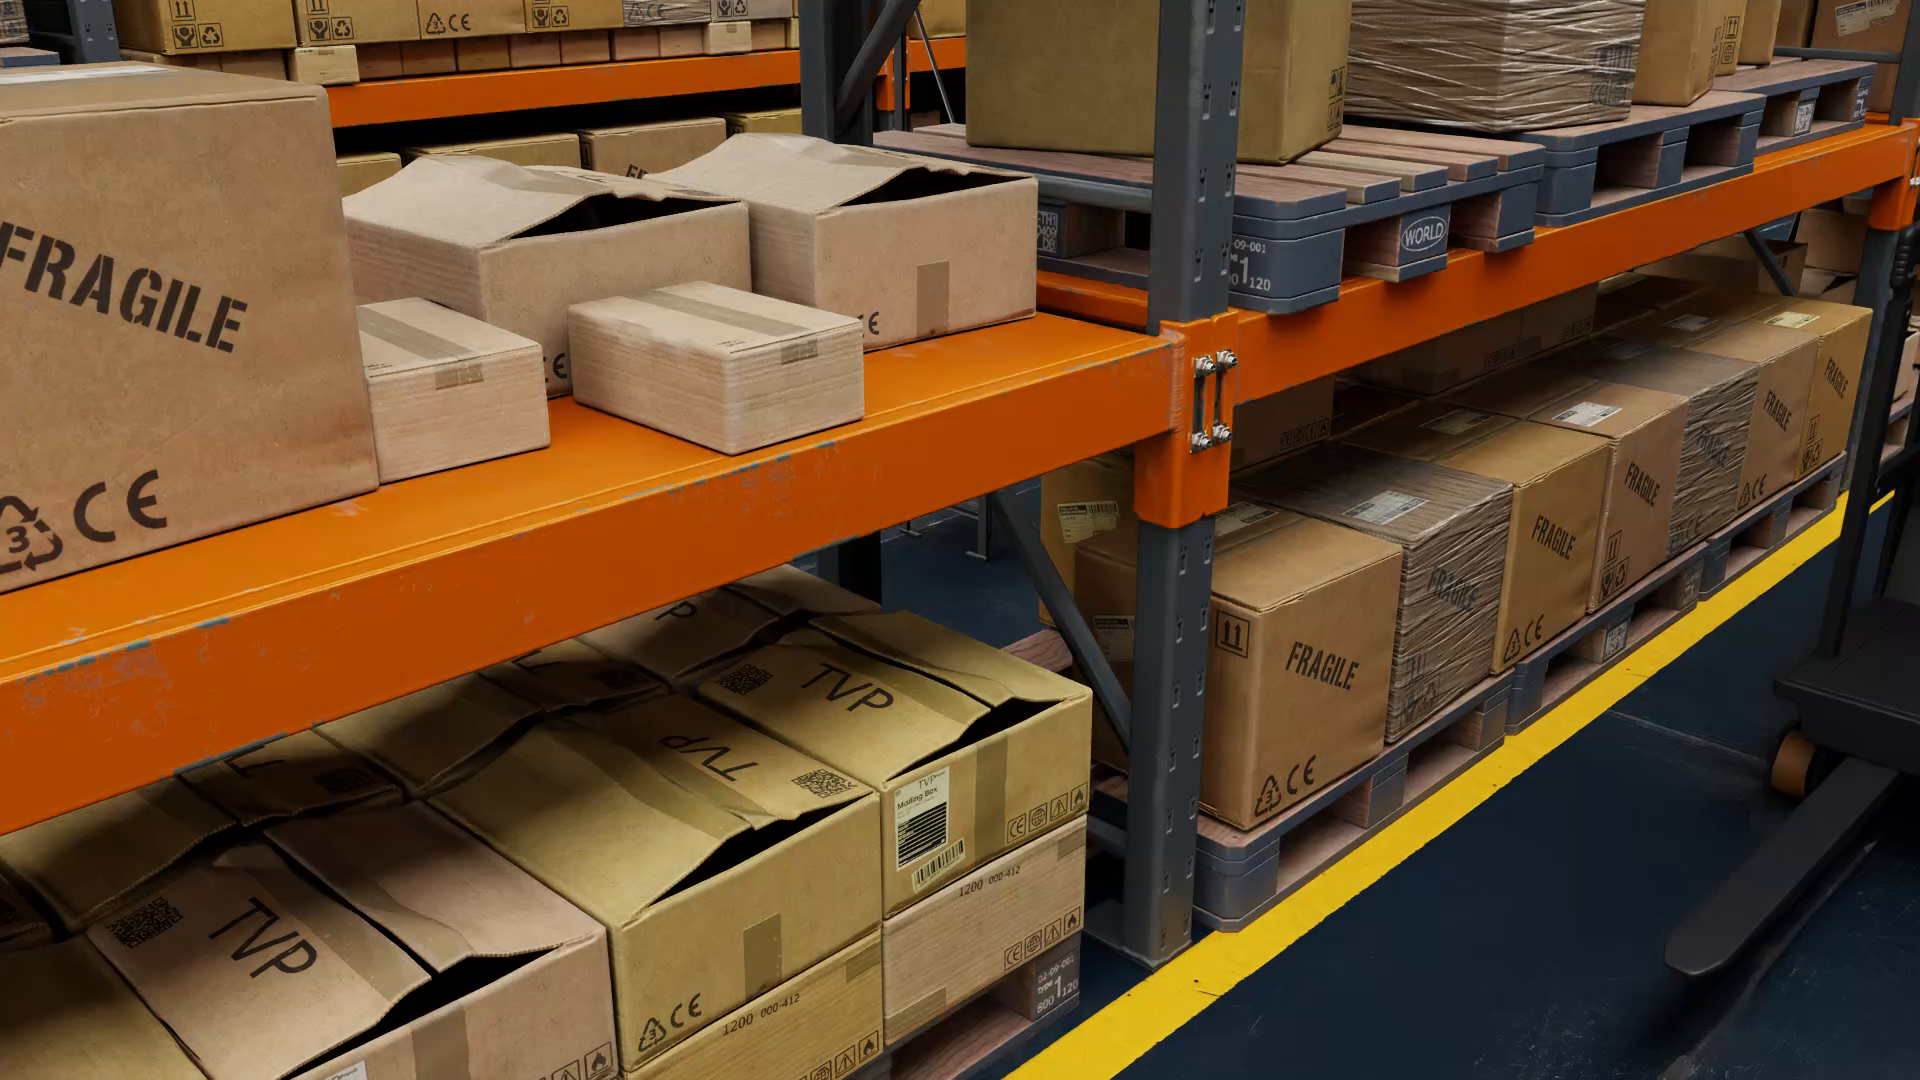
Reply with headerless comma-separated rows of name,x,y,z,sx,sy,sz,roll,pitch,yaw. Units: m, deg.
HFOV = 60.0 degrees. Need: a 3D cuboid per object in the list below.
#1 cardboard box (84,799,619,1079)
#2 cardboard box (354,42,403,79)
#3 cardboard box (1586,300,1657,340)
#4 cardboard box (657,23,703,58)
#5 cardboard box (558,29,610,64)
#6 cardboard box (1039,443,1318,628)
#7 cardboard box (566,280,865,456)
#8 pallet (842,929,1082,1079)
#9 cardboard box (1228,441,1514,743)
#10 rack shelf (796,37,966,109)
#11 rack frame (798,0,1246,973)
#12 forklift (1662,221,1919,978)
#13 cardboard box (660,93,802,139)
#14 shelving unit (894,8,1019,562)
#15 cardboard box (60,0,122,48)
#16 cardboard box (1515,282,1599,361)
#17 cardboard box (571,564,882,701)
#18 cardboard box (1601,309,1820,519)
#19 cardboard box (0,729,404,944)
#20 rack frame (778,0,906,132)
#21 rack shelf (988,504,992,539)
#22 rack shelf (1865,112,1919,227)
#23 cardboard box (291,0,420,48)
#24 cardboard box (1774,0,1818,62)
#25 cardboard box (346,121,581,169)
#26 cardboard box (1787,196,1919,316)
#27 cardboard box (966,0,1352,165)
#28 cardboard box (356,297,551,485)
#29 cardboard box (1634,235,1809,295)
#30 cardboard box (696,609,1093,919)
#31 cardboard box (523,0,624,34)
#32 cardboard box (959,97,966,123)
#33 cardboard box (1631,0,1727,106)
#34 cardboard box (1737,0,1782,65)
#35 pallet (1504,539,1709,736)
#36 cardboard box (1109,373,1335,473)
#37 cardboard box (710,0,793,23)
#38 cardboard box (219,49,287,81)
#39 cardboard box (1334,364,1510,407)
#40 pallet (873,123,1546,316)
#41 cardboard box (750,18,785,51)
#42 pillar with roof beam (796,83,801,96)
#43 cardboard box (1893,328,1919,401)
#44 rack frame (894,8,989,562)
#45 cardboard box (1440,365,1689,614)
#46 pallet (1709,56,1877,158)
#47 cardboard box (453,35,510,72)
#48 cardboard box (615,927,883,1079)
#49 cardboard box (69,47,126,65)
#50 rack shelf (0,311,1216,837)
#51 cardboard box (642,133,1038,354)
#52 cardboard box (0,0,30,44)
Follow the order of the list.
cardboard box,-0.828,0.610,2.271,0.500,0.311,0.500,19,28,40
cardboard box,-2.568,-2.039,7.020,0.380,0.149,0.250,19,28,40
cardboard box,1.987,-0.539,5.668,0.500,0.500,0.500,-20,28,-41
cardboard box,-1.454,-2.422,8.018,0.380,0.149,0.250,19,28,41
cardboard box,-1.833,-2.296,7.690,0.250,0.149,0.380,-19,28,-40
cardboard box,0.557,-0.014,4.300,0.500,0.500,0.500,-19,28,-40
cardboard box,-0.356,-0.258,2.416,0.380,0.149,0.250,19,28,41
pallet,-0.529,0.828,3.127,1.003,0.211,1.213,19,28,41
cardboard box,0.957,0.104,3.994,0.500,0.500,0.500,18,27,39
rack shelf,0.707,-3.121,10.517,1.077,0.370,4.000,19,28,41
rack frame,0.073,-0.676,3.152,1.000,3.000,0.127,19,28,41
forklift,2.557,-0.707,3.329,1.130,2.935,3.031,19,28,41
cardboard box,-1.049,-1.936,8.841,0.750,0.750,0.750,20,28,41
shelving unit,0.115,-1.023,5.309,0.431,2.100,0.503,19,28,41
cardboard box,-3.338,-2.297,6.788,0.500,0.500,0.500,19,28,41
cardboard box,1.654,-0.772,5.228,0.500,0.250,0.500,19,28,41
cardboard box,-0.503,0.211,3.310,0.500,0.311,0.500,-19,28,-40
cardboard box,2.374,-0.419,5.355,0.500,0.500,0.500,19,28,41
cardboard box,-1.221,0.479,2.614,0.500,0.311,0.500,18,28,39
rack frame,-0.688,-2.943,9.050,1.000,3.000,0.127,19,28,41
rack shelf,0.115,-0.357,5.565,0.431,0.518,0.480,19,28,41
rack shelf,4.259,-1.882,7.294,1.077,0.370,4.000,19,28,41
cardboard box,-2.584,-2.303,6.803,0.500,0.500,0.500,-19,28,-40
cardboard box,3.028,-1.943,6.311,0.500,0.500,0.500,-20,28,-41
cardboard box,-2.256,-1.487,7.674,0.750,0.750,0.750,19,28,40
cardboard box,4.170,-1.228,7.456,0.797,0.503,0.637,19,28,41
cardboard box,0.432,-1.109,3.553,0.700,0.500,0.500,9,23,23
cardboard box,-0.776,-0.217,2.307,0.250,0.149,0.380,-18,27,-38
cardboard box,3.058,-0.960,6.762,0.500,0.500,0.500,19,28,41
cardboard box,-0.116,0.346,2.959,0.500,0.311,0.500,-19,28,-41
cardboard box,-1.880,-2.566,7.487,0.500,0.500,0.500,-19,28,-41
cardboard box,0.213,-2.658,10.303,0.380,0.149,0.250,18,27,39
cardboard box,1.675,-1.477,4.512,0.700,0.500,0.500,12,24,27
cardboard box,2.373,-1.881,5.563,0.700,0.500,0.500,9,23,23
pallet,1.472,0.131,4.939,1.003,0.211,1.213,19,28,41
cardboard box,0.594,-0.379,4.206,0.500,0.250,0.500,-19,28,-40
cardboard box,-1.179,-2.822,8.155,0.500,0.500,0.500,20,28,41
cardboard box,-2.901,-1.896,6.649,0.250,0.149,0.380,-20,29,-41
cardboard box,1.280,-0.283,5.001,0.500,0.500,0.500,18,27,39
pallet,0.496,-0.778,3.685,1.213,0.211,1.003,19,28,41
cardboard box,-1.093,-2.551,8.353,0.250,0.149,0.380,-19,28,-40
pillar with roof beam,2.265,-5.062,6.202,9.100,9.000,0.400,19,28,41
cardboard box,3.311,-0.708,6.370,0.500,0.311,0.500,19,28,41
rack frame,-0.055,-0.960,5.145,0.400,2.100,0.015,19,28,41
cardboard box,1.670,-0.159,4.678,0.500,0.500,0.500,18,27,39
pallet,2.228,-1.436,5.398,1.003,0.211,1.213,19,28,41
cardboard box,-2.206,-2.171,7.365,0.250,0.149,0.380,-20,28,-41
cardboard box,-0.476,0.741,2.712,0.500,0.250,0.500,19,28,40
cardboard box,-3.435,-1.955,6.801,0.250,0.149,0.380,-20,28,-41
rack shelf,-1.322,0.174,1.943,1.077,0.370,4.000,19,28,41
cardboard box,-0.212,-0.552,2.953,0.500,0.311,0.500,-18,27,-39
cardboard box,-3.799,-2.043,5.957,0.700,0.500,0.500,15,26,35
